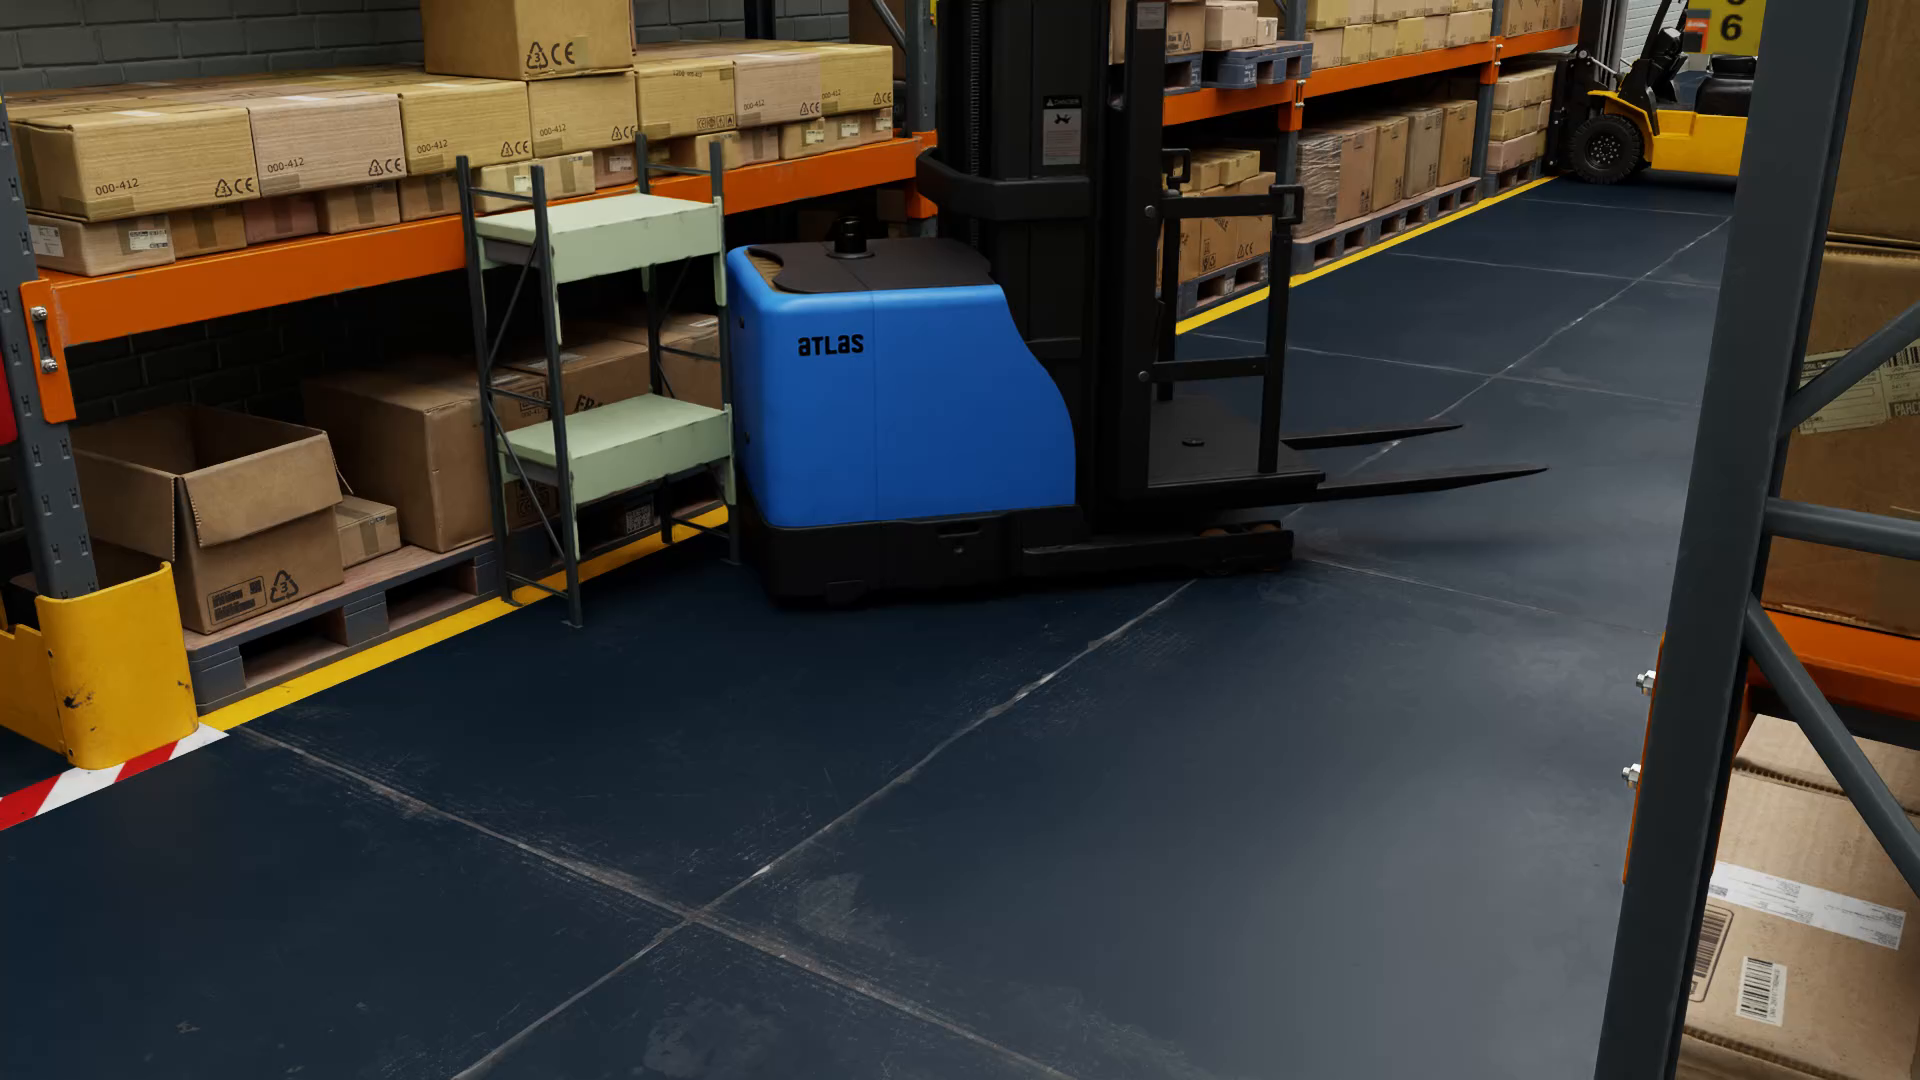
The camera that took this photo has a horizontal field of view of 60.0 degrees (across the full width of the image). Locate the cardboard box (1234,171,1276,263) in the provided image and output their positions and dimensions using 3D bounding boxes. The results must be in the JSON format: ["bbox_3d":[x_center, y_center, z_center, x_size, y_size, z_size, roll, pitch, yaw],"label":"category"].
[{"bbox_3d":[1.646,-2.065,10.521,0.500,0.500,0.500,14,25,33],"label":"cardboard box"}]

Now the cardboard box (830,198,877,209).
[{"bbox_3d":[-0.431,-1.623,8.392,0.380,0.149,0.250,13,24,32],"label":"cardboard box"}]

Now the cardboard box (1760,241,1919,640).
[{"bbox_3d":[1.368,-0.178,2.278,0.500,0.500,0.500,13,24,32],"label":"cardboard box"}]

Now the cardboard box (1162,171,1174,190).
[{"bbox_3d":[0.999,-2.051,9.550,0.380,0.149,0.250,13,24,31],"label":"cardboard box"}]

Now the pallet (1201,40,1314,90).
[{"bbox_3d":[1.383,-2.905,10.072,1.213,0.211,1.003,13,24,32],"label":"pallet"}]

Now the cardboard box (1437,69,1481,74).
[{"bbox_3d":[4.343,-4.055,14.820,0.500,0.250,0.500,13,24,31],"label":"cardboard box"}]

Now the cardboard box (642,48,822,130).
[{"bbox_3d":[-0.897,-1.785,6.553,0.500,0.250,0.500,13,24,32],"label":"cardboard box"}]

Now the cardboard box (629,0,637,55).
[{"bbox_3d":[-1.600,-2.101,6.328,0.500,0.500,0.500,13,24,30],"label":"cardboard box"}]

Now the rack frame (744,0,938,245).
[{"bbox_3d":[-0.543,-2.056,7.499,1.000,3.000,0.127,13,24,32],"label":"rack frame"}]

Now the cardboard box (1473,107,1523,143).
[{"bbox_3d":[4.481,-3.572,14.234,0.500,0.250,0.500,13,24,32],"label":"cardboard box"}]

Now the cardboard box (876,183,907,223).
[{"bbox_3d":[-0.171,-1.587,7.865,0.380,0.149,0.250,13,24,31],"label":"cardboard box"}]

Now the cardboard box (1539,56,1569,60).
[{"bbox_3d":[5.920,-4.534,16.117,0.500,0.250,0.500,14,24,33],"label":"cardboard box"}]

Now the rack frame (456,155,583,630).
[{"bbox_3d":[-1.406,-0.452,5.326,0.400,1.500,0.023,15,25,35],"label":"rack frame"}]

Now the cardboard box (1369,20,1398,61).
[{"bbox_3d":[2.728,-3.505,11.634,0.500,0.250,0.500,12,24,30],"label":"cardboard box"}]

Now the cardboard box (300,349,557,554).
[{"bbox_3d":[-1.857,-0.327,5.824,0.700,0.500,0.500,14,25,34],"label":"cardboard box"}]

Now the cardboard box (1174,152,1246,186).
[{"bbox_3d":[1.510,-2.257,10.105,0.380,0.149,0.250,12,23,29],"label":"cardboard box"}]

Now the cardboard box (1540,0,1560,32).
[{"bbox_3d":[4.982,-4.773,14.700,0.500,0.500,0.500,13,24,31],"label":"cardboard box"}]

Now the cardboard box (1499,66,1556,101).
[{"bbox_3d":[5.052,-4.095,14.928,0.500,0.250,0.500,14,25,34],"label":"cardboard box"}]

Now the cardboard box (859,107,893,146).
[{"bbox_3d":[-0.513,-1.797,7.162,0.380,0.149,0.250,14,24,33],"label":"cardboard box"}]

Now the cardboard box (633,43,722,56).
[{"bbox_3d":[-1.321,-1.890,6.839,0.500,0.250,0.500,13,24,31],"label":"cardboard box"}]

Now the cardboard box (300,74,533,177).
[{"bbox_3d":[-1.748,-1.346,5.367,0.500,0.250,0.500,13,24,31],"label":"cardboard box"}]

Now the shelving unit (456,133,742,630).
[{"bbox_3d":[-1.180,-0.552,5.595,0.431,1.500,0.755,15,25,35],"label":"shelving unit"}]

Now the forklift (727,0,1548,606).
[{"bbox_3d":[0.703,-1.417,5.872,3.031,2.935,1.130,-5,21,-14],"label":"forklift"}]

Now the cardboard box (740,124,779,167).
[{"bbox_3d":[-0.938,-1.569,6.545,0.380,0.149,0.250,14,24,33],"label":"cardboard box"}]

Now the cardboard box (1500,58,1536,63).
[{"bbox_3d":[5.208,-4.489,15.993,0.500,0.250,0.500,13,24,31],"label":"cardboard box"}]

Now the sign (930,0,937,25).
[{"bbox_3d":[-0.090,-2.358,7.068,0.100,0.325,0.005,13,24,32],"label":"sign"}]

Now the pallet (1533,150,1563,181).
[{"bbox_3d":[5.121,-3.615,15.733,1.003,0.211,1.213,13,24,32],"label":"pallet"}]

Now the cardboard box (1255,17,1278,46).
[{"bbox_3d":[1.654,-3.019,9.860,0.380,0.149,0.250,14,24,33],"label":"cardboard box"}]

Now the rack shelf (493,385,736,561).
[{"bbox_3d":[-1.180,-0.246,5.709,0.431,0.370,0.720,15,25,35],"label":"rack shelf"}]

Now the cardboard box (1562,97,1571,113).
[{"bbox_3d":[5.340,-4.003,15.401,0.500,0.250,0.500,13,24,32],"label":"cardboard box"}]

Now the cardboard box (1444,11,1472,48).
[{"bbox_3d":[3.609,-3.940,12.809,0.500,0.250,0.500,13,24,32],"label":"cardboard box"}]

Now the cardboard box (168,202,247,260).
[{"bbox_3d":[-2.275,-0.913,4.772,0.380,0.149,0.250,14,24,33],"label":"cardboard box"}]

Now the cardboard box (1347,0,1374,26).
[{"bbox_3d":[2.440,-3.591,11.144,0.500,0.250,0.500,14,25,33],"label":"cardboard box"}]

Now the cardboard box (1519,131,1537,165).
[{"bbox_3d":[4.773,-3.481,14.711,0.500,0.250,0.500,13,24,31],"label":"cardboard box"}]

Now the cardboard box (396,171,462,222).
[{"bbox_3d":[-1.819,-1.133,5.367,0.380,0.149,0.250,14,24,33],"label":"cardboard box"}]

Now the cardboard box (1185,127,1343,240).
[{"bbox_3d":[2.068,-2.463,11.417,0.875,0.625,0.625,14,25,34],"label":"cardboard box"}]

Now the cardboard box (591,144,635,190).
[{"bbox_3d":[-1.395,-1.358,5.974,0.380,0.149,0.250,13,24,32],"label":"cardboard box"}]

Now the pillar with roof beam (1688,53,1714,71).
[{"bbox_3d":[15.372,-10.892,22.740,9.100,9.000,0.400,13,24,32],"label":"pillar with roof beam"}]

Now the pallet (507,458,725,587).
[{"bbox_3d":[-1.615,-0.199,6.500,1.003,0.211,1.213,13,24,32],"label":"pallet"}]

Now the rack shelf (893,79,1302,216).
[{"bbox_3d":[0.581,-2.292,9.175,1.077,0.370,4.000,13,24,32],"label":"rack shelf"}]

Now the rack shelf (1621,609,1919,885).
[{"bbox_3d":[2.440,-0.178,3.458,1.077,0.370,4.000,13,24,32],"label":"rack shelf"}]

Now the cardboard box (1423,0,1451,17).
[{"bbox_3d":[3.314,-4.030,12.332,0.500,0.250,0.500,14,24,33],"label":"cardboard box"}]

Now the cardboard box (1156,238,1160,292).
[{"bbox_3d":[0.787,-1.620,9.318,0.500,0.500,0.500,12,24,30],"label":"cardboard box"}]

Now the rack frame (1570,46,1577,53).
[{"bbox_3d":[6.203,-5.499,16.807,1.000,3.000,0.127,13,24,32],"label":"rack frame"}]

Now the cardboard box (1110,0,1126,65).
[{"bbox_3d":[0.646,-2.769,8.676,0.700,0.500,0.500,13,24,32],"label":"cardboard box"}]

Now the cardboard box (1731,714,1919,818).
[{"bbox_3d":[2.112,0.591,3.433,0.875,0.438,0.875,14,25,33],"label":"cardboard box"}]

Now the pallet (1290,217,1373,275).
[{"bbox_3d":[2.201,-2.124,11.703,1.003,0.211,1.213,13,24,32],"label":"pallet"}]

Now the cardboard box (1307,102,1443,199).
[{"bbox_3d":[3.228,-3.061,13.035,0.875,0.625,0.625,13,24,31],"label":"cardboard box"}]

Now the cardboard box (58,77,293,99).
[{"bbox_3d":[-2.462,-1.309,5.267,0.500,0.250,0.500,13,24,32],"label":"cardboard box"}]
